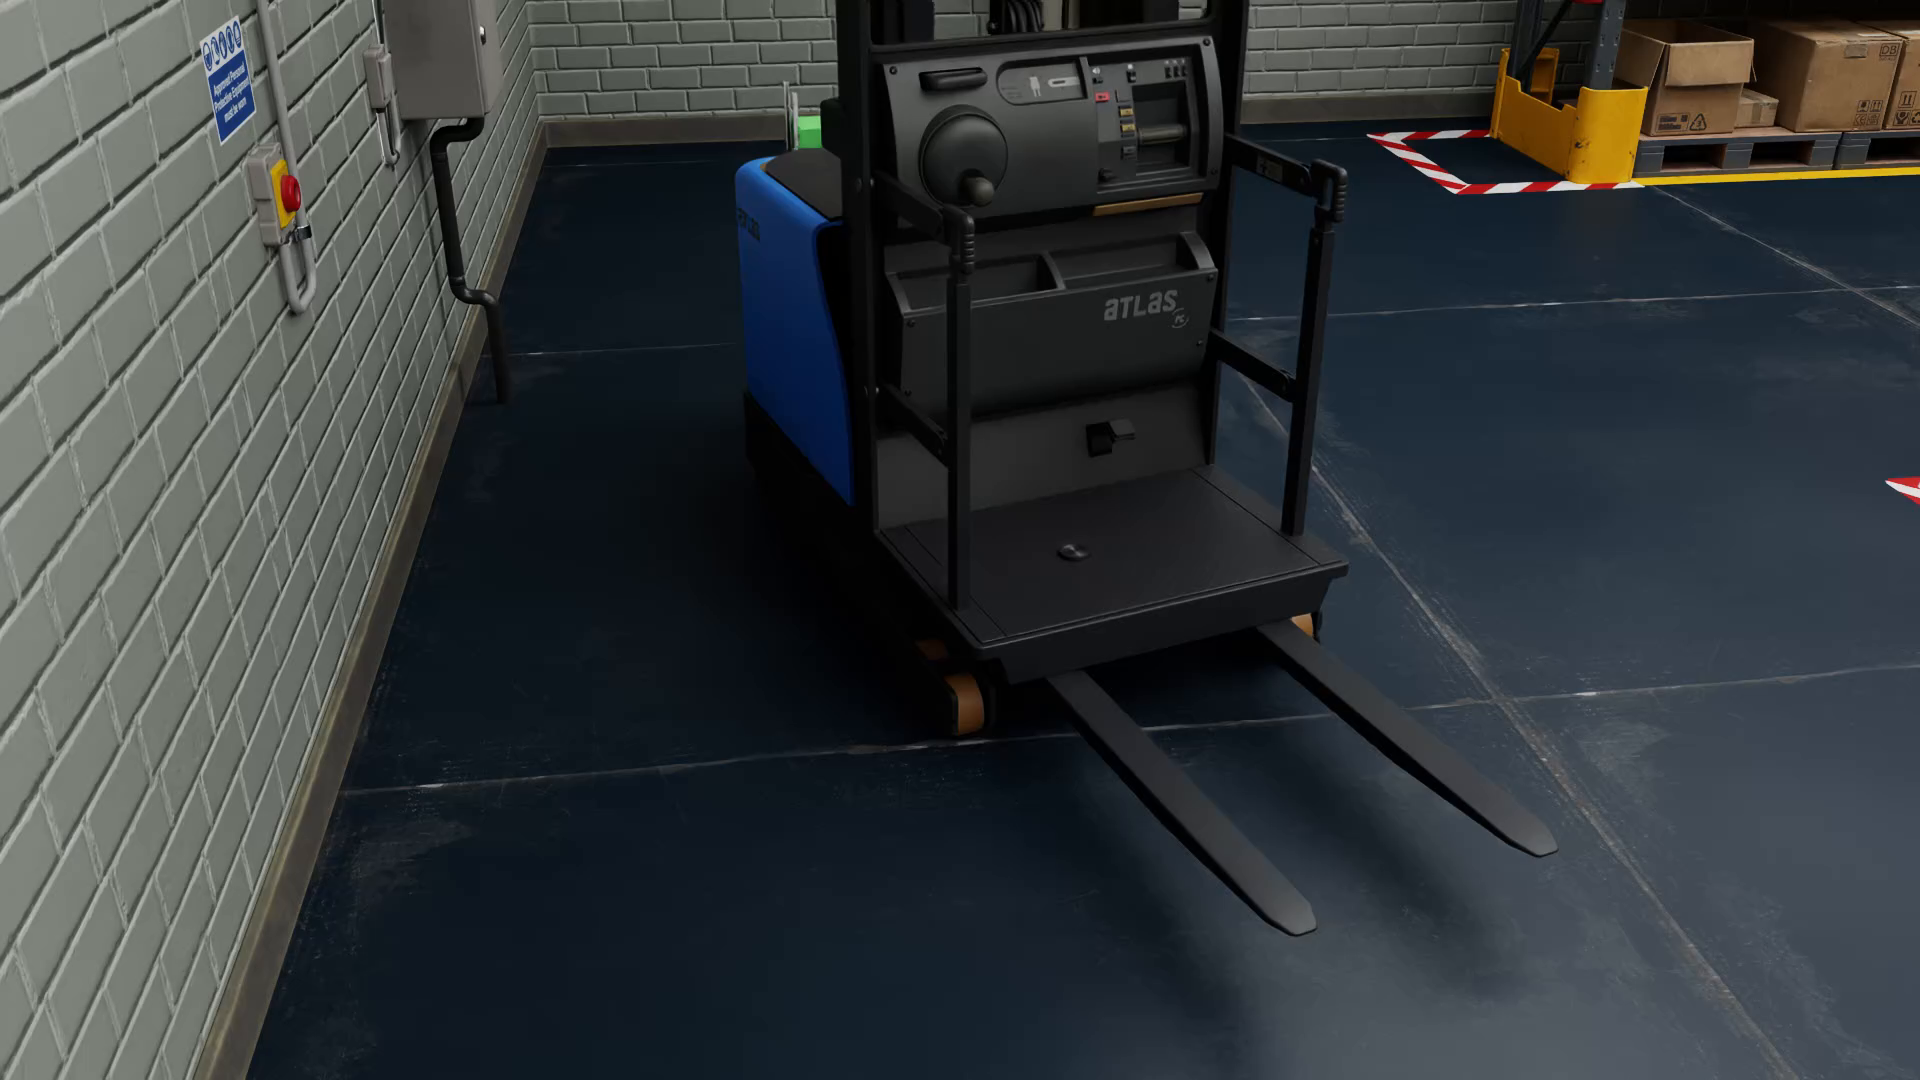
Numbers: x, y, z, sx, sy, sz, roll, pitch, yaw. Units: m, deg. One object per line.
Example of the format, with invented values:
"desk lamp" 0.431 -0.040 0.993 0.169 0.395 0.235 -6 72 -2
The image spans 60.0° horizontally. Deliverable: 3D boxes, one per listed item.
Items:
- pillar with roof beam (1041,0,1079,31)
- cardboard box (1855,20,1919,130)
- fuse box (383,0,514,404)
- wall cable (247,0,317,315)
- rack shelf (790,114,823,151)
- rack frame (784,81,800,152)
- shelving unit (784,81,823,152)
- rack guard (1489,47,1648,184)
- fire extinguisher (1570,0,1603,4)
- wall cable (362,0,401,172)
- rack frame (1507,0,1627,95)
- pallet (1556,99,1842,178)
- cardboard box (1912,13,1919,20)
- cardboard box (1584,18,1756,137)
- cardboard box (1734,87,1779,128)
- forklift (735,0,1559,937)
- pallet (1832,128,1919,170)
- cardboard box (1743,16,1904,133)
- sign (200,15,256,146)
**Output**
"pillar with roof beam" 1.148 -4.485 4.133 0.400 9.000 9.100 -4 27 -7
"cardboard box" 5.352 -2.621 9.351 0.500 0.500 0.500 -3 27 -6
"fuse box" -1.689 -1.298 5.906 0.414 1.711 0.539 -4 27 -7
"wall cable" -1.541 -1.379 3.504 0.123 1.953 0.585 -4 27 -7
"rack shelf" -0.328 -1.372 5.685 0.480 0.148 0.258 -6 25 -11
"rack frame" -0.562 -0.969 5.809 0.015 1.200 0.240 -6 25 -11
"shelving unit" -0.324 -0.993 5.856 0.503 1.200 0.258 -6 25 -11
"rack guard" 3.419 -2.418 9.415 0.348 0.500 1.175 -4 27 -7
"fire extinguisher" 3.263 -3.107 8.513 0.183 0.674 0.296 -4 27 -7
"wall cable" -1.750 -2.005 4.759 0.122 1.984 0.588 -4 27 -7
"rack frame" 3.344 -3.526 8.835 0.127 3.000 1.000 -4 27 -7
"pallet" 4.209 -2.341 9.581 1.213 0.211 1.003 -4 27 -7
"cardboard box" 5.843 -2.699 9.503 0.500 0.500 0.700 -5 28 -9
"cardboard box" 3.963 -2.598 9.302 0.637 0.503 0.797 -5 28 -9
"cardboard box" 4.389 -2.449 9.401 0.250 0.149 0.380 -5 28 -9
"forklift" 0.339 -1.024 4.036 1.130 2.935 3.031 -12 29 -21
"pallet" 5.414 -2.417 9.729 1.213 0.211 1.003 -4 27 -7
"cardboard box" 4.815 -2.633 9.374 0.500 0.500 0.700 -3 27 -5
"sign" -1.595 -1.007 3.631 0.001 0.218 0.327 -4 27 -7
